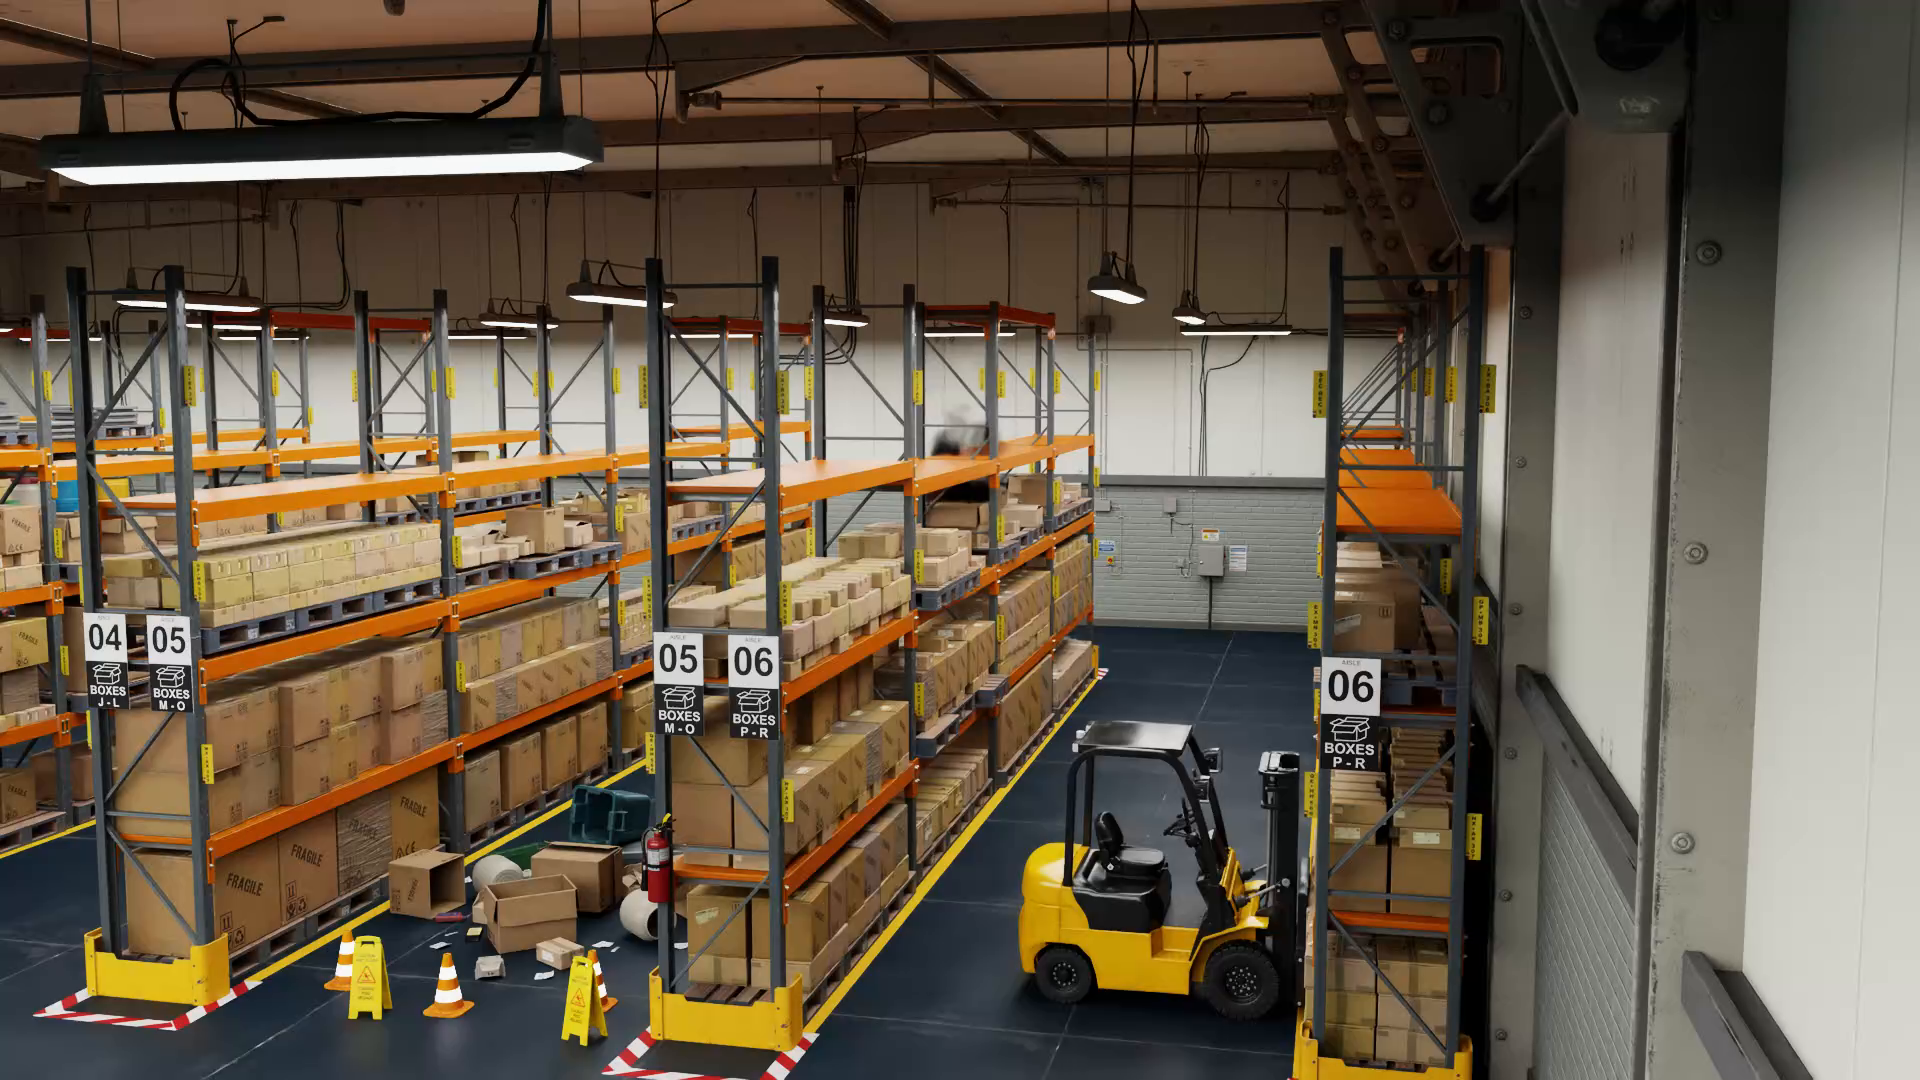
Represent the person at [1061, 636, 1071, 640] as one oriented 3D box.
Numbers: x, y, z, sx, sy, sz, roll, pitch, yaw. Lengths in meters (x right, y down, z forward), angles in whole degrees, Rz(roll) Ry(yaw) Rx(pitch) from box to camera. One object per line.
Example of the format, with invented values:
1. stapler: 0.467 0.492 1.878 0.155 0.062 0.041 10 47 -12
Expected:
1. person: 1.855 1.418 29.604 0.586 1.548 0.565 4 7 32
